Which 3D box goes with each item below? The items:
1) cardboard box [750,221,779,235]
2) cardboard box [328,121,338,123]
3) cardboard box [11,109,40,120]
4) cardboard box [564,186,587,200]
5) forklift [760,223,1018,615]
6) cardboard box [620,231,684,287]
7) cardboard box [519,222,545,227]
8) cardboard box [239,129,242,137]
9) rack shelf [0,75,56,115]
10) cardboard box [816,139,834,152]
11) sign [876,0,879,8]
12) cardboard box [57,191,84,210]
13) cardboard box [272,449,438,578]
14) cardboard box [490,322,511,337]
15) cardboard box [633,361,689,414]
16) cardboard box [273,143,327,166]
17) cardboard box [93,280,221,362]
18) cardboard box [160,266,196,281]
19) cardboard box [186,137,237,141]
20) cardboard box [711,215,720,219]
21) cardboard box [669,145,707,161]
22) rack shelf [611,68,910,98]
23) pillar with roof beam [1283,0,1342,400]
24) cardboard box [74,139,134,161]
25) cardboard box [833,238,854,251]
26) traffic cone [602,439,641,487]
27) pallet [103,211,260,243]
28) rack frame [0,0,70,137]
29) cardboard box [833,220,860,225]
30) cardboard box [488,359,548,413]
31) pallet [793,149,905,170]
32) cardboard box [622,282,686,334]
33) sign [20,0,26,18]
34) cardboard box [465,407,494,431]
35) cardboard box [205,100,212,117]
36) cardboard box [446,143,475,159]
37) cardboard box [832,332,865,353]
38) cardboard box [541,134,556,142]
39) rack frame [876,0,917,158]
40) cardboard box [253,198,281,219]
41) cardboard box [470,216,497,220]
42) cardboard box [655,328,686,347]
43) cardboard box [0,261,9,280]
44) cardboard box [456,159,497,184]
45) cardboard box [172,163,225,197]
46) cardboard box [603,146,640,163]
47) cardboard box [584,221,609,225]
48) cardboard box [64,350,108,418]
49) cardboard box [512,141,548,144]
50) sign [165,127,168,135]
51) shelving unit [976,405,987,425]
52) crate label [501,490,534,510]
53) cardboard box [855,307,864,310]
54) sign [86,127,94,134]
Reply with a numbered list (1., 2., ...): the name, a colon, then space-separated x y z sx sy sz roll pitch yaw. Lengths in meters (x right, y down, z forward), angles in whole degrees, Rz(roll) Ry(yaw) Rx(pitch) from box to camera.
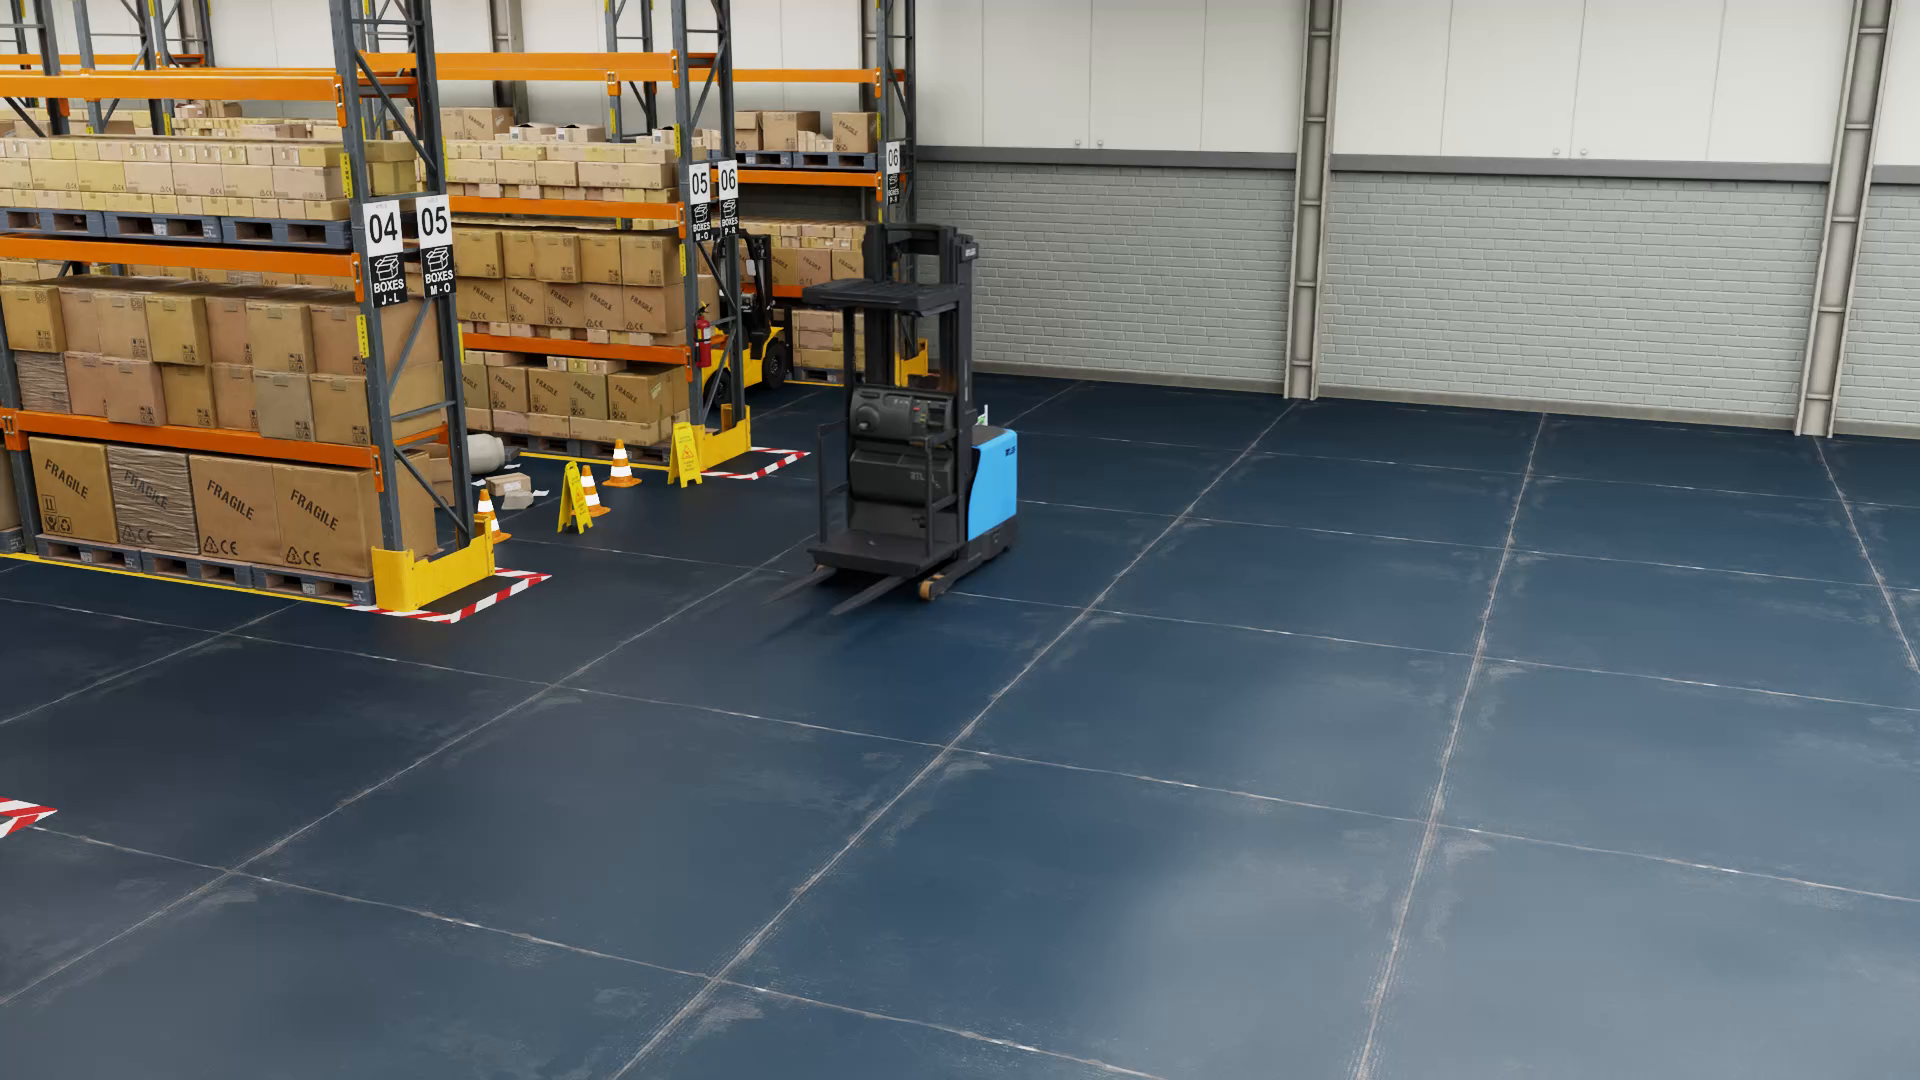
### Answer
1. cardboard box: -2.663 -4.252 22.640 0.250 0.149 0.380 7 17 21
2. cardboard box: -9.166 -6.160 24.730 0.250 0.149 0.380 6 17 19
3. cardboard box: -14.921 -6.833 26.866 0.500 0.250 0.500 6 17 20
4. cardboard box: -4.014 -3.718 17.747 0.250 0.149 0.380 6 17 20
5. forklift: -0.579 -1.050 13.611 1.130 2.935 3.031 8 18 25
6. cardboard box: -3.197 -2.991 17.667 0.500 0.500 0.700 6 17 19
7. cardboard box: -6.143 -4.482 23.964 0.250 0.149 0.380 6 17 21
8. cardboard box: -10.671 -6.144 25.170 0.250 0.149 0.380 7 17 22
9. rack shelf: -9.945 -3.988 14.853 4.000 0.370 1.077 6 17 21
10. cardboard box: -1.706 -5.188 21.878 0.250 0.149 0.380 6 17 19
11. sign: -1.036 -6.841 20.856 0.005 0.325 0.100 6 17 21
12. cardboard box: -7.165 -2.806 13.674 0.250 0.149 0.380 6 17 20
13. cardboard box: -5.019 -0.264 13.837 0.875 0.875 0.875 6 17 21
14. cardboard box: -5.000 -2.364 18.465 0.250 0.149 0.380 6 17 21
15. cardboard box: -3.313 -1.723 18.637 0.500 0.500 0.500 6 17 19
16. cardboard box: -5.033 -2.955 12.757 0.250 0.149 0.380 6 17 21
17. cardboard box: -6.748 -1.867 14.094 0.550 0.550 0.875 6 17 21
18. cardboard box: -9.262 -3.378 20.040 0.500 0.500 0.500 7 18 23
19. cardboard box: -6.214 -3.282 13.883 0.250 0.149 0.380 7 17 21
20. cardboard box: -3.412 -4.500 23.495 0.250 0.149 0.380 6 17 20
21. cardboard box: -2.897 -4.117 17.690 0.250 0.149 0.380 6 17 20
22. rack shelf: -2.684 -6.160 22.337 4.000 0.370 1.077 6 17 21
23. pillar with roof beam: 2.861 -5.068 16.567 0.400 9.000 9.100 6 17 21
24. cardboard box: -6.921 -3.163 13.473 0.250 0.149 0.380 6 17 21
25. cardboard box: -1.497 -3.953 22.144 0.250 0.149 0.380 7 17 22
26. traffic cone: -3.515 -0.816 17.230 0.334 0.463 0.336 6 17 21
27. pallet: -6.196 -2.626 13.694 1.213 0.211 1.003 6 17 21
28. rack frame: -8.085 -4.321 13.993 0.127 3.000 1.000 6 17 21
29. cardboard box: -1.539 -4.263 22.679 0.250 0.149 0.380 7 17 22
30. cardboard box: -4.929 -1.740 18.696 0.500 0.500 0.500 7 18 24
31. pallet: -1.472 -5.090 22.179 1.213 0.211 1.003 6 17 21
32. cardboard box: -3.247 -2.500 17.767 0.500 0.500 0.500 6 17 20
33. sign: -15.485 -8.797 27.451 0.005 0.325 0.100 6 17 21
34. cardboard box: -5.412 -1.433 18.984 0.500 0.250 0.500 7 18 24
35. cardboard box: -11.677 -6.738 25.940 0.258 0.266 0.396 6 17 20
36. cardboard box: -5.460 -4.238 18.107 0.250 0.149 0.380 6 17 20
37. cardboard box: -1.391 -2.702 22.460 0.500 0.250 0.500 6 17 20
38. cardboard box: -5.679 -5.625 23.383 0.250 0.149 0.380 6 17 20
39. rack frame: -0.823 -6.493 21.477 0.127 3.000 1.000 6 17 21
40. cardboard box: -5.270 -2.598 12.958 0.250 0.149 0.380 7 17 21
41. cardboard box: -7.132 -4.762 24.931 0.250 0.149 0.380 6 17 20
42. cardboard box: -3.068 -2.187 17.853 0.250 0.149 0.380 7 18 22
43. cardboard box: -12.072 -3.446 21.113 0.500 0.250 0.500 6 17 19
44. cardboard box: -5.109 -4.024 18.087 0.500 0.250 0.500 6 17 21
45. cardboard box: -5.853 -2.872 13.186 0.500 0.250 0.500 6 17 20
46. cardboard box: -3.534 -4.043 17.437 0.250 0.149 0.380 6 17 20
47. cardboard box: -5.255 -4.540 24.164 0.250 0.149 0.380 6 17 20
48. cardboard box: -7.217 -1.427 14.515 0.550 0.550 0.875 6 17 21
49. cardboard box: -4.756 -4.346 18.479 0.250 0.149 0.380 6 17 21
50. sign: -9.882 -4.972 20.690 0.005 0.325 0.100 6 17 21
51. shelving unit: -0.029 -0.659 15.368 0.503 1.200 0.258 8 18 24
52. crate label: -4.360 -0.401 16.386 0.298 0.136 0.250 -2 16 -8
53. cardboard box: -1.201 -3.072 22.837 0.500 0.250 0.500 6 17 20
54. sign: -10.295 -4.727 19.702 0.005 0.325 0.100 6 17 21
